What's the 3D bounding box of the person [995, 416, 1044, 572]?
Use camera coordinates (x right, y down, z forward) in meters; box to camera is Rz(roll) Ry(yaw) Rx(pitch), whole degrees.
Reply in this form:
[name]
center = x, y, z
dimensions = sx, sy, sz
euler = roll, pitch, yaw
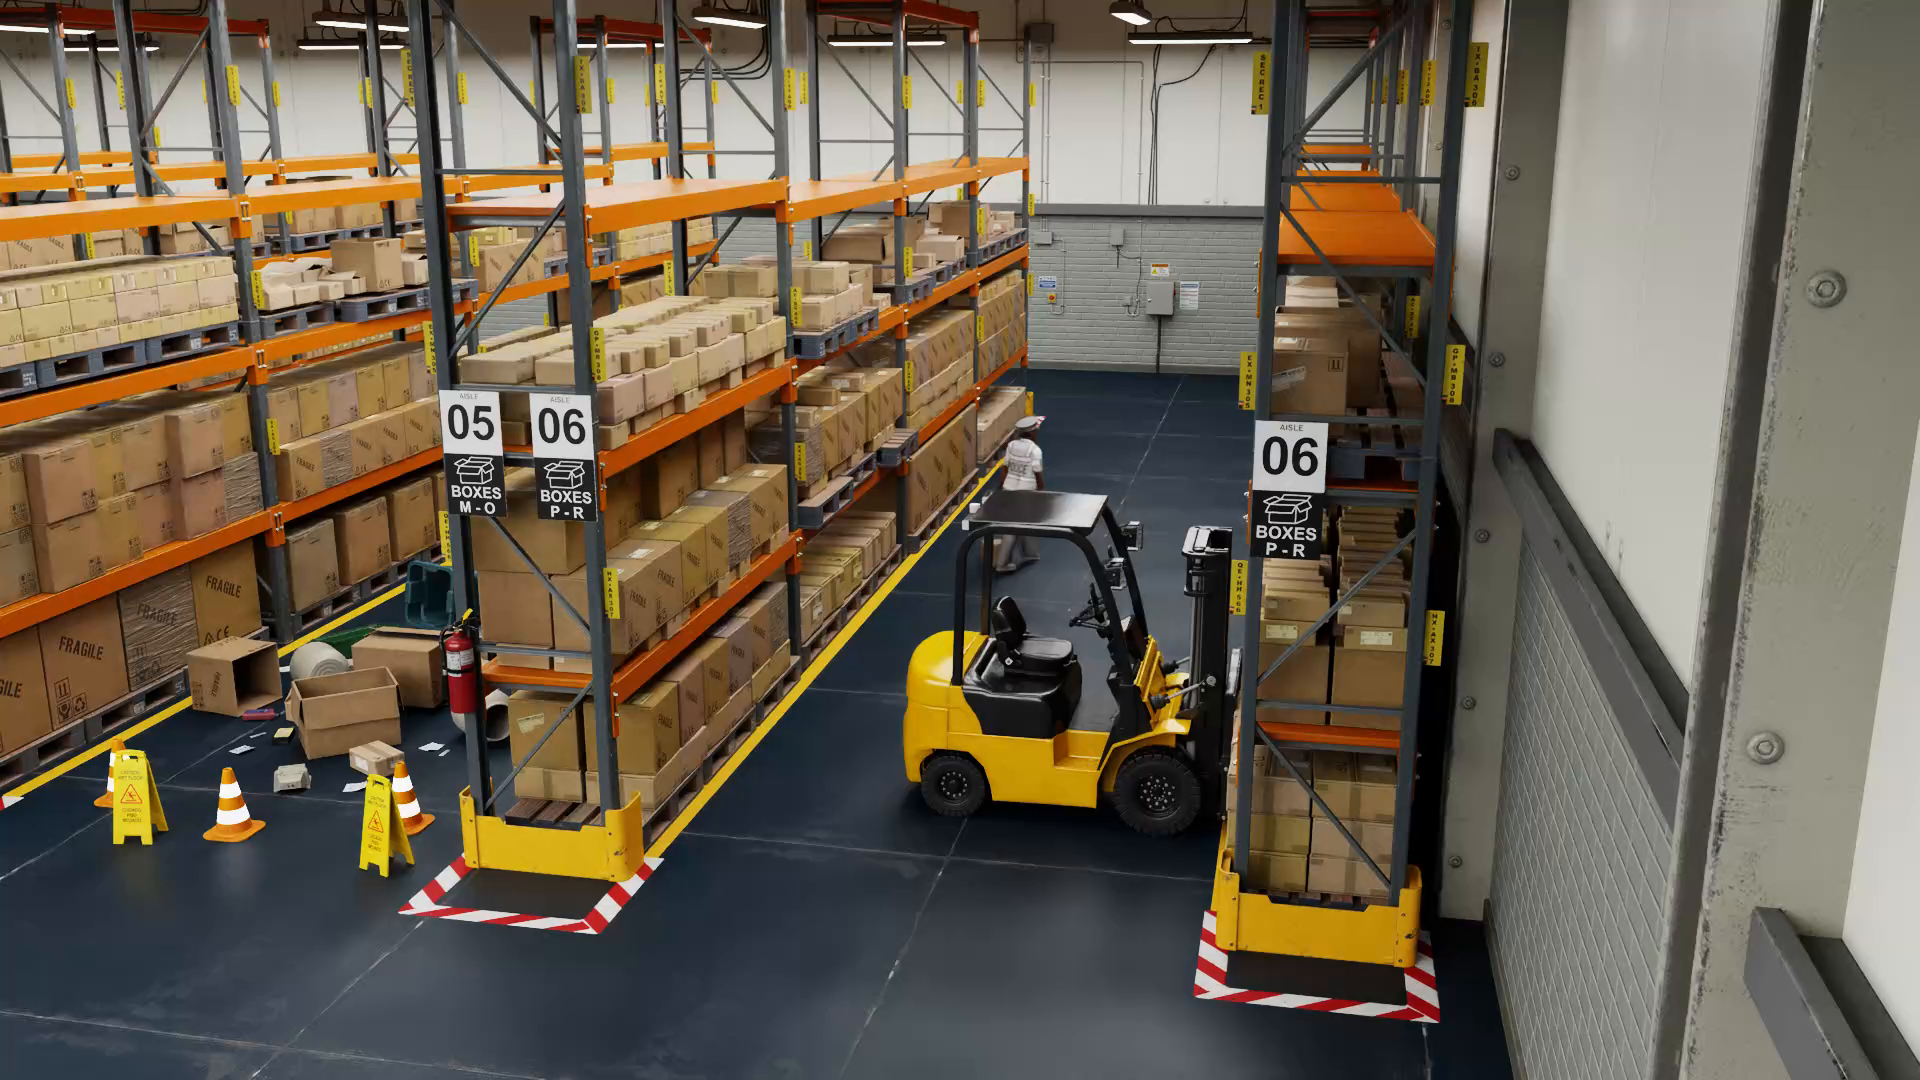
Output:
[person]
center = 0.693, -0.502, 17.874
dimensions = 0.853, 1.652, 0.476
euler = -14, 20, -42
